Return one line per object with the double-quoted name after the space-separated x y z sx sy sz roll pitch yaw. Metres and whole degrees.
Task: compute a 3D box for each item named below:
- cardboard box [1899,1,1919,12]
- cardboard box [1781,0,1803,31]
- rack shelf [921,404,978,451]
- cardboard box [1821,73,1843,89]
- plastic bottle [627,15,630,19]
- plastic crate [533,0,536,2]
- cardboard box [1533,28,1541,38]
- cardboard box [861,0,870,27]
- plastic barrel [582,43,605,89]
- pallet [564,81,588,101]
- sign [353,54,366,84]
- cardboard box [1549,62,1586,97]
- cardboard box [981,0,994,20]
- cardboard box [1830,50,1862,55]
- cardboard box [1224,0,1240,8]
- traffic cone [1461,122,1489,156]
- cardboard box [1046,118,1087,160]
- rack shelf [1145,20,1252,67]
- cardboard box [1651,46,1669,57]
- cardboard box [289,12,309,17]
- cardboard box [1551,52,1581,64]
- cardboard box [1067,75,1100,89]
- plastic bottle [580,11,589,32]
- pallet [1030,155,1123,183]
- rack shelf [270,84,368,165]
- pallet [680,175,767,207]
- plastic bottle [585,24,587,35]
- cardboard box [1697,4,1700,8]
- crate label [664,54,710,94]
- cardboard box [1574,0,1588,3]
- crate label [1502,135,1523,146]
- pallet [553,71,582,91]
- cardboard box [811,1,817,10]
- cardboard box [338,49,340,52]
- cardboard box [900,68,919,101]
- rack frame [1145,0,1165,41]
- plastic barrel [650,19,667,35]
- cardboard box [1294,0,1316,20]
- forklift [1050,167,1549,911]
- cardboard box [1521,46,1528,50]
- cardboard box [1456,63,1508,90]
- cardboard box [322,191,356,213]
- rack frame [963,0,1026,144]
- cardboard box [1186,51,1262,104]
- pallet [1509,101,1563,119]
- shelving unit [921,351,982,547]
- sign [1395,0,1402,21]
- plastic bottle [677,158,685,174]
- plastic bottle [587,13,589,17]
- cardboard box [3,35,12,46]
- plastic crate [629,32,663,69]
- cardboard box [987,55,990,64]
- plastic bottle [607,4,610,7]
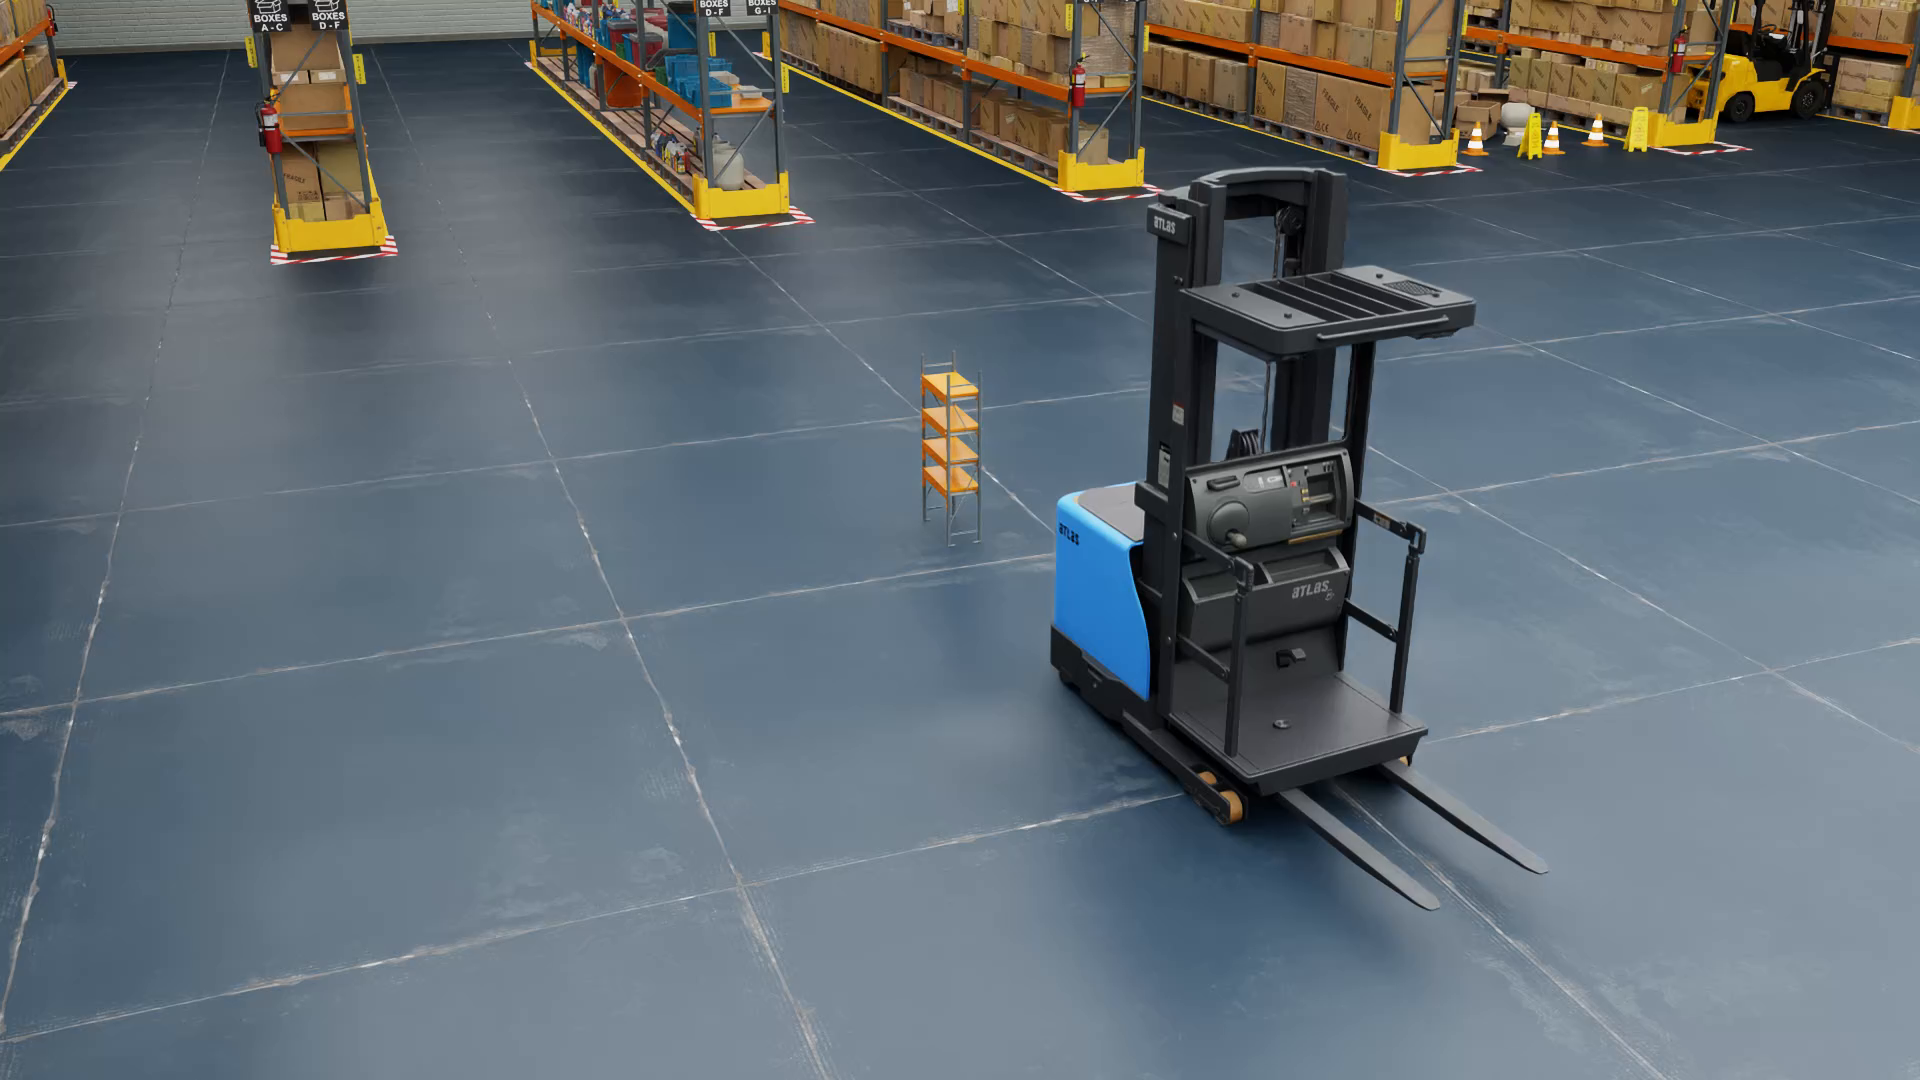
15.476 -8.656 26.960 0.380 0.149 0.250 -8 24 -18 "cardboard box"
14.739 -9.155 28.980 0.500 0.500 0.500 -9 24 -20 "cardboard box"
-0.058 -0.757 11.099 0.258 0.148 0.480 -8 24 -19 "rack shelf"
15.027 -7.882 28.446 0.500 0.250 0.500 -9 24 -20 "cardboard box"
-5.705 -8.932 28.746 0.097 0.271 0.097 0 23 0 "plastic bottle"
-8.524 -10.958 33.650 0.250 0.136 0.298 -8 24 -19 "plastic crate"
9.876 -8.543 27.980 0.380 0.149 0.250 -8 24 -19 "cardboard box"
-1.456 -9.461 29.707 0.500 0.500 0.500 -9 24 -19 "cardboard box"
-6.499 -8.631 30.027 0.600 0.901 0.708 -8 24 -19 "plastic barrel"
-6.692 -8.291 30.649 1.003 0.211 1.213 -8 24 -19 "pallet"
-6.800 -5.333 18.824 0.100 0.325 0.005 -8 24 -19 "sign"
10.143 -7.633 27.533 0.500 0.500 0.500 -7 24 -16 "cardboard box"
0.633 -7.899 24.329 0.500 0.500 0.500 -8 24 -19 "cardboard box"
15.347 -8.362 28.941 0.500 0.250 0.500 -9 24 -20 "cardboard box"
4.845 -9.151 27.684 0.700 0.500 0.500 -9 24 -20 "cardboard box"
7.764 -6.044 24.993 0.336 0.463 0.334 -8 24 -19 "traffic cone"
1.499 -5.664 23.505 0.500 0.500 0.500 -2 23 -5 "cardboard box"
4.503 -8.674 28.893 1.077 0.370 4.000 -8 24 -19 "rack shelf"
10.886 -7.532 25.581 0.380 0.149 0.250 -8 24 -17 "cardboard box"
-7.863 -6.031 19.898 0.700 0.500 0.500 -8 24 -19 "cardboard box"
10.030 -7.976 27.511 0.380 0.149 0.250 -7 24 -16 "cardboard box"
1.653 -6.141 22.280 0.380 0.149 0.250 -8 24 -19 "cardboard box"
-6.476 -8.953 28.693 0.144 0.351 0.185 -8 24 -19 "plastic bottle"
1.666 -5.224 23.372 1.003 0.211 1.213 -8 24 -19 "pallet"
-8.028 -5.218 20.695 1.077 0.370 4.000 -8 24 -19 "rack shelf"
-3.039 -4.534 21.735 1.003 0.211 1.213 -8 24 -19 "pallet"
-6.332 -8.710 28.310 0.097 0.201 0.097 0 23 0 "plastic bottle"
13.842 -9.937 31.157 0.500 0.250 0.500 -8 24 -19 "cardboard box"
-3.590 -6.149 21.933 0.502 0.435 0.616 -8 24 -19 "crate label"
10.339 -8.897 26.697 0.700 0.500 0.500 -9 24 -19 "cardboard box"
8.605 -6.202 25.789 0.298 0.136 0.250 18 29 36 "crate label"
-7.222 -8.839 31.949 1.003 0.211 1.213 -8 24 -19 "pallet"
-2.706 -10.491 32.603 0.380 0.149 0.250 -8 24 -19 "cardboard box"
-7.895 -5.995 20.647 0.380 0.149 0.250 -8 24 -17 "cardboard box"
-0.624 -7.898 28.779 0.700 0.500 0.500 -10 25 -22 "cardboard box"
3.797 -9.732 30.477 1.000 3.000 0.127 -8 24 -19 "rack frame"
-4.492 -7.662 25.391 0.433 0.535 0.433 0 23 0 "plastic barrel"
5.673 -8.307 25.514 0.875 0.550 0.550 -8 24 -19 "cardboard box"
1.611 -0.174 7.890 1.130 2.935 3.031 -11 25 -24 "forklift"
12.329 -10.669 35.378 0.500 0.500 0.500 -7 24 -17 "cardboard box"
9.360 -8.428 30.226 0.950 0.372 0.625 -7 24 -16 "cardboard box"
-7.483 -4.156 20.249 0.500 0.250 0.500 -8 24 -19 "cardboard box"
0.534 -7.635 25.501 1.000 3.000 0.127 -8 24 -19 "rack frame"
4.569 -7.999 28.723 1.050 0.750 0.750 -8 24 -19 "cardboard box"
10.075 -7.470 28.702 1.003 0.211 1.213 -8 24 -19 "pallet"
-0.058 -0.613 11.160 0.258 1.200 0.503 -8 24 -19 "shelving unit"
6.110 -7.398 23.145 0.100 0.325 0.005 -8 24 -19 "sign"
-3.745 -5.022 22.339 0.097 0.201 0.097 0 23 0 "plastic bottle"
-6.491 -9.064 29.060 0.097 0.271 0.097 0 23 0 "plastic bottle"
-15.501 -8.035 26.750 0.380 0.149 0.250 -8 24 -19 "cardboard box"
-4.557 -7.118 24.195 0.402 0.464 0.583 -8 24 -19 "plastic crate"
0.616 -7.130 24.628 0.380 0.149 0.250 -8 24 -19 "cardboard box"
-6.484 -9.706 30.575 0.152 0.276 0.135 -8 24 -19 "plastic bottle"
